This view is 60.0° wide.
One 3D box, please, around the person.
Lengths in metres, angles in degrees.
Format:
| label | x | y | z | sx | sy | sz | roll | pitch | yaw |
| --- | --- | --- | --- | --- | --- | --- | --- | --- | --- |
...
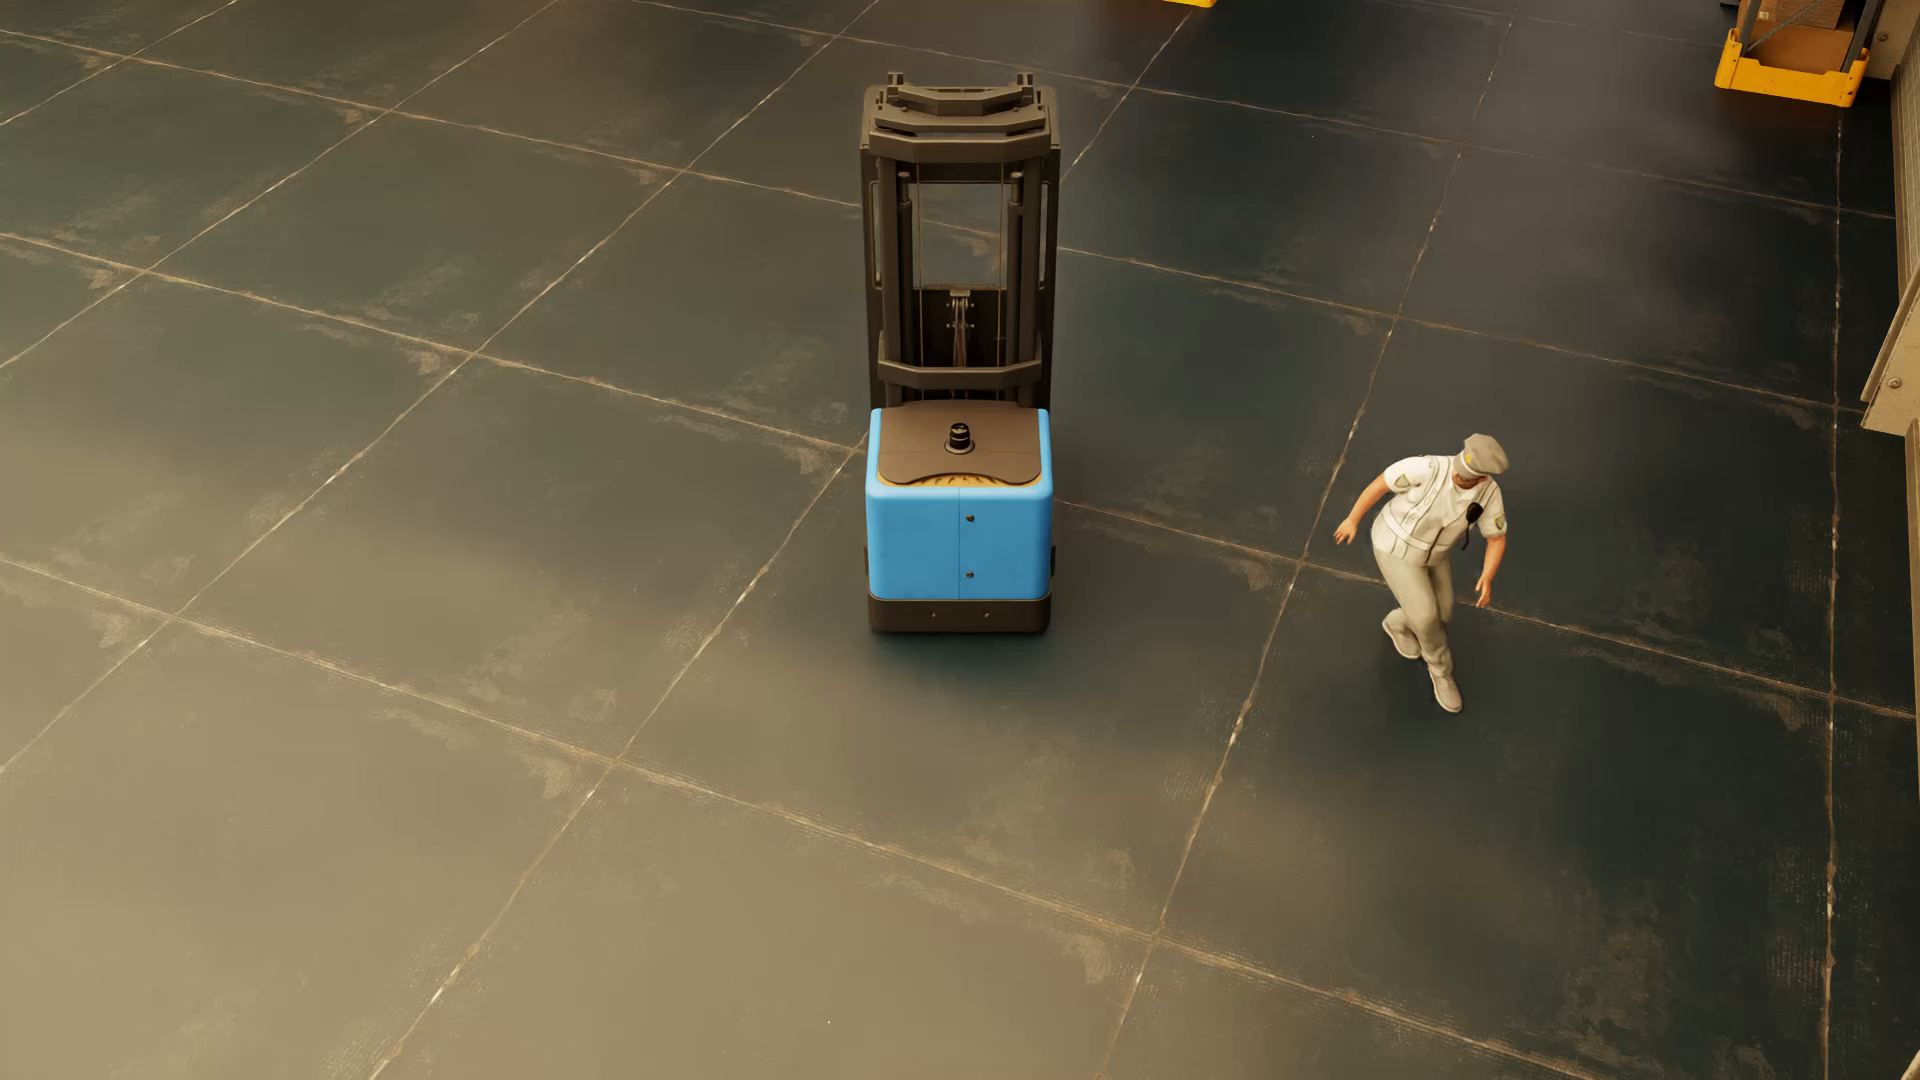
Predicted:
| label | x | y | z | sx | sy | sz | roll | pitch | yaw |
| --- | --- | --- | --- | --- | --- | --- | --- | --- | --- |
| person | 2.503 | 0.137 | 8.879 | 0.777 | 1.616 | 0.795 | -10 | 41 | -12 |

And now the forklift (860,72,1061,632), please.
| label | x | y | z | sx | sy | sz | roll | pitch | yaw |
| --- | --- | --- | --- | --- | --- | --- | --- | --- | --- |
| forklift | 0.002 | -1.515 | 9.816 | 1.130 | 2.935 | 3.031 | 0 | 40 | 0 |
